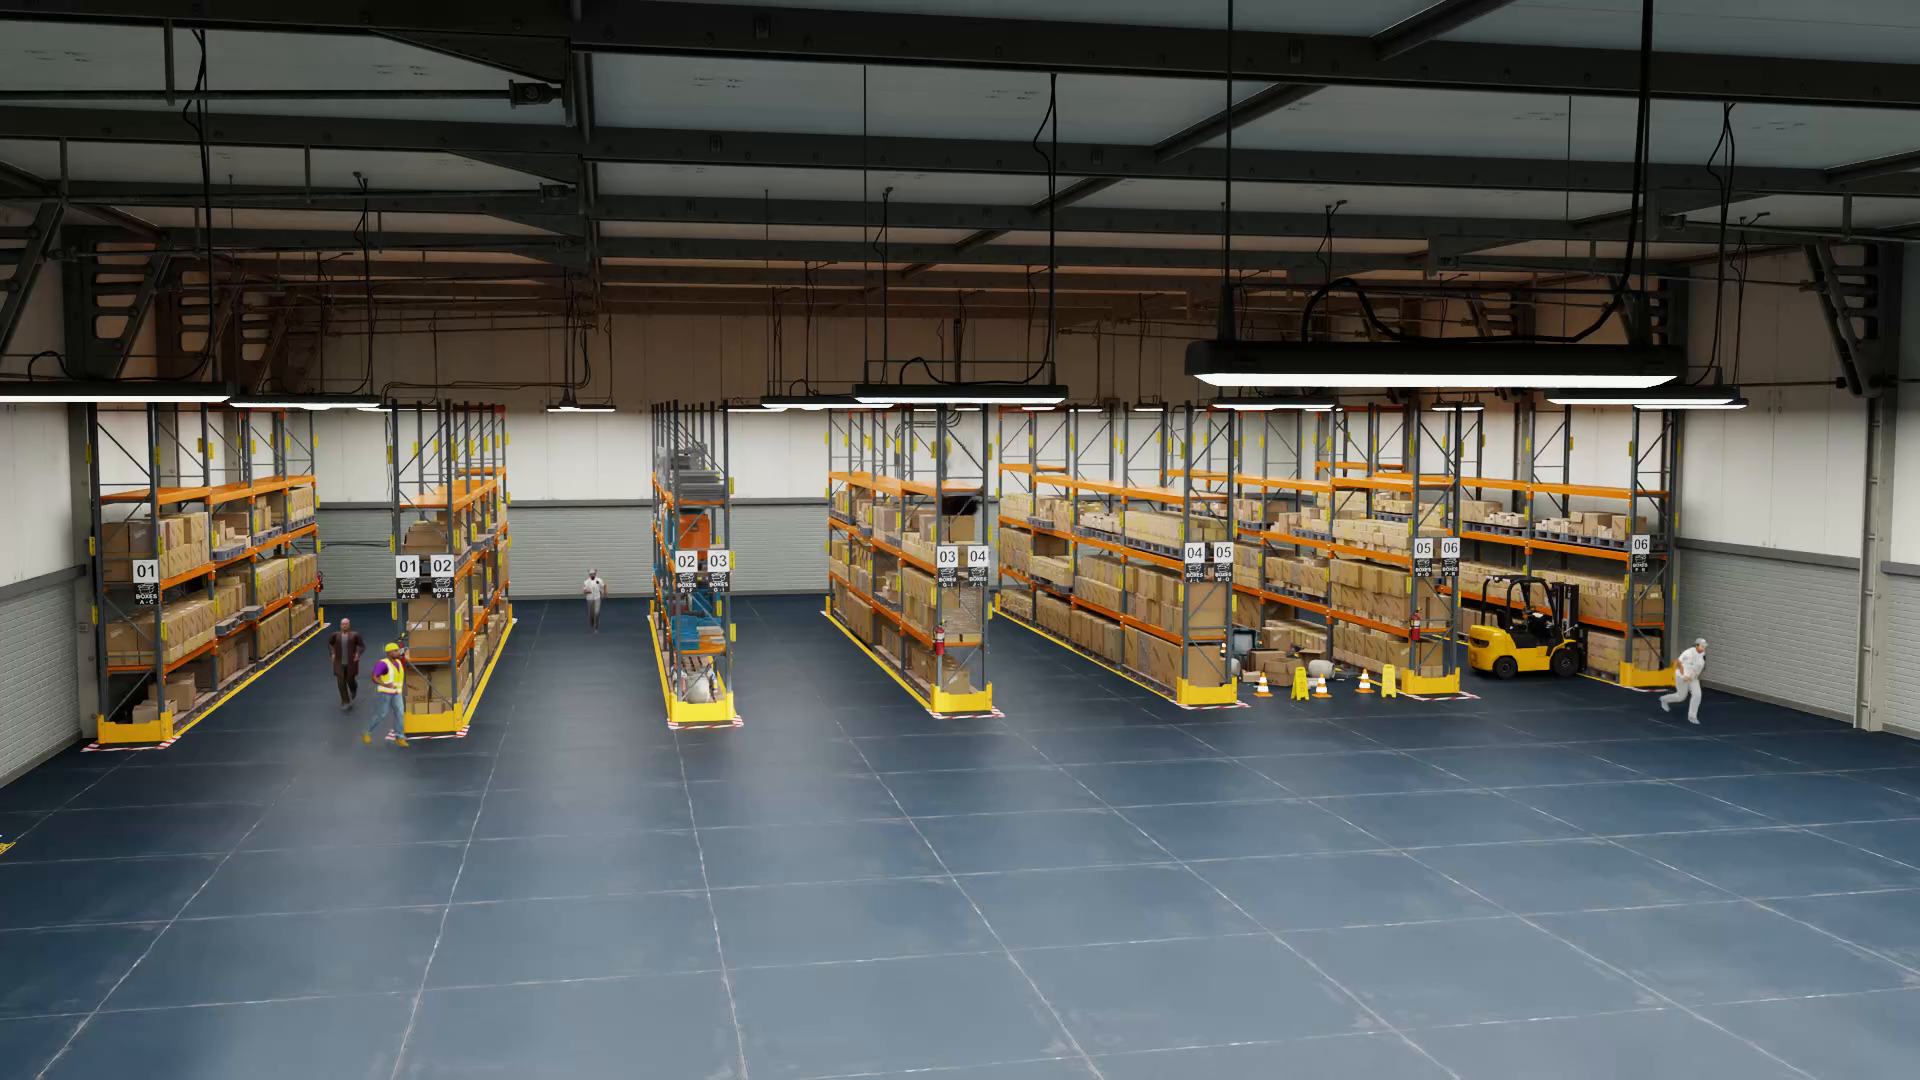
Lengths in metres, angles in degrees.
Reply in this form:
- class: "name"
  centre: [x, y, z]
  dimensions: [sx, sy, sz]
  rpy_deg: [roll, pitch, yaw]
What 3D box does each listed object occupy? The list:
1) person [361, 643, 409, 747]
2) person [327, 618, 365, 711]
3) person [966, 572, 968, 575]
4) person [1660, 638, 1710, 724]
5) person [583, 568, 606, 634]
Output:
- class: "person"
  centre: [-9.838, 2.667, 28.806]
  dimensions: [0.953, 1.754, 0.758]
  rpy_deg: [2, 5, 26]
- class: "person"
  centre: [-12.006, 2.410, 32.510]
  dimensions: [0.711, 1.765, 0.880]
  rpy_deg: [-1, 4, -12]
- class: "person"
  centre: [0.306, 1.184, 49.187]
  dimensions: [0.572, 1.657, 0.636]
  rpy_deg: [-4, 6, -44]
- class: "person"
  centre: [13.589, 2.610, 31.149]
  dimensions: [0.615, 1.620, 0.964]
  rpy_deg: [-3, 5, -32]
- class: "person"
  centre: [-9.617, 1.604, 43.748]
  dimensions: [0.581, 1.736, 0.765]
  rpy_deg: [-1, 4, -7]
